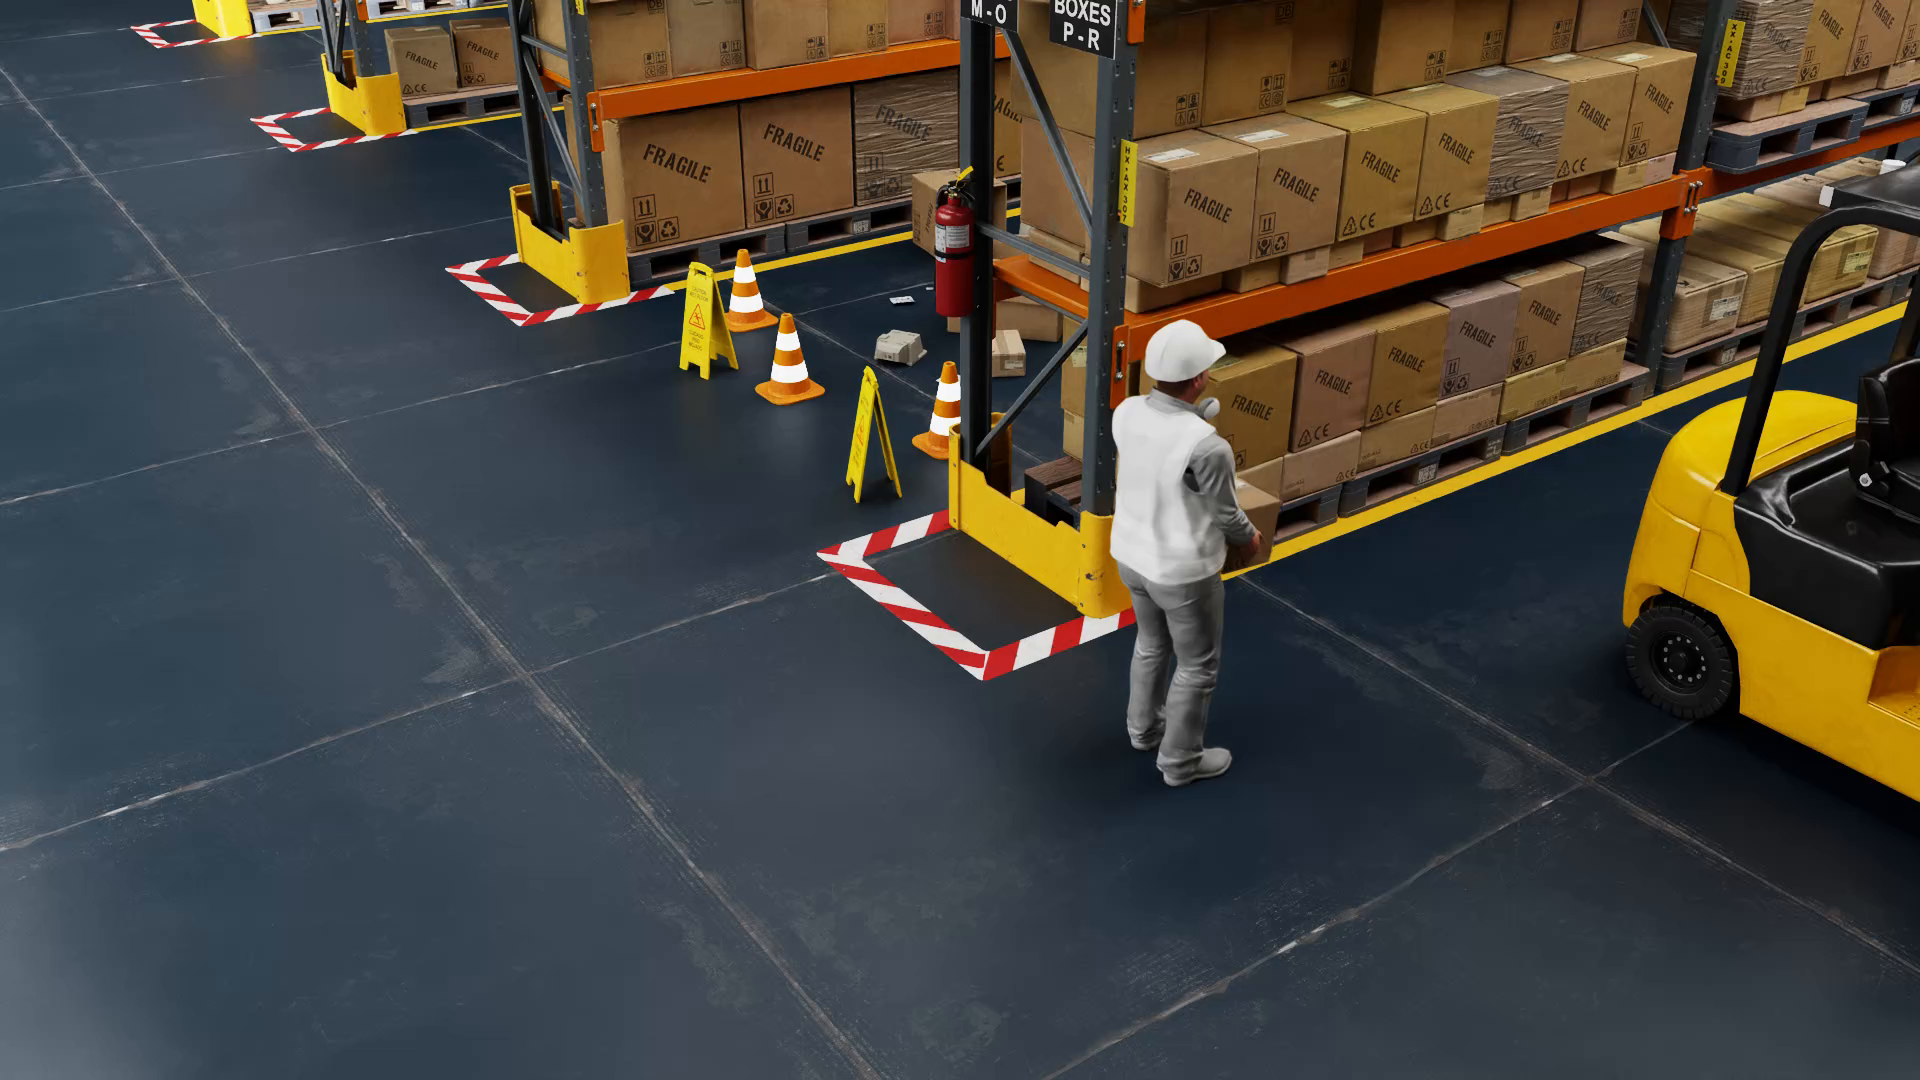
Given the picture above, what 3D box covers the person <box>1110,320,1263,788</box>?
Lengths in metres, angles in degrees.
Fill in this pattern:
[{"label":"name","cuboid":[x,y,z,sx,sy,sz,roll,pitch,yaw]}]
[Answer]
[{"label":"person","cuboid":[0.814,0.034,6.027,0.522,1.779,0.532,-19,34,-31]}]
